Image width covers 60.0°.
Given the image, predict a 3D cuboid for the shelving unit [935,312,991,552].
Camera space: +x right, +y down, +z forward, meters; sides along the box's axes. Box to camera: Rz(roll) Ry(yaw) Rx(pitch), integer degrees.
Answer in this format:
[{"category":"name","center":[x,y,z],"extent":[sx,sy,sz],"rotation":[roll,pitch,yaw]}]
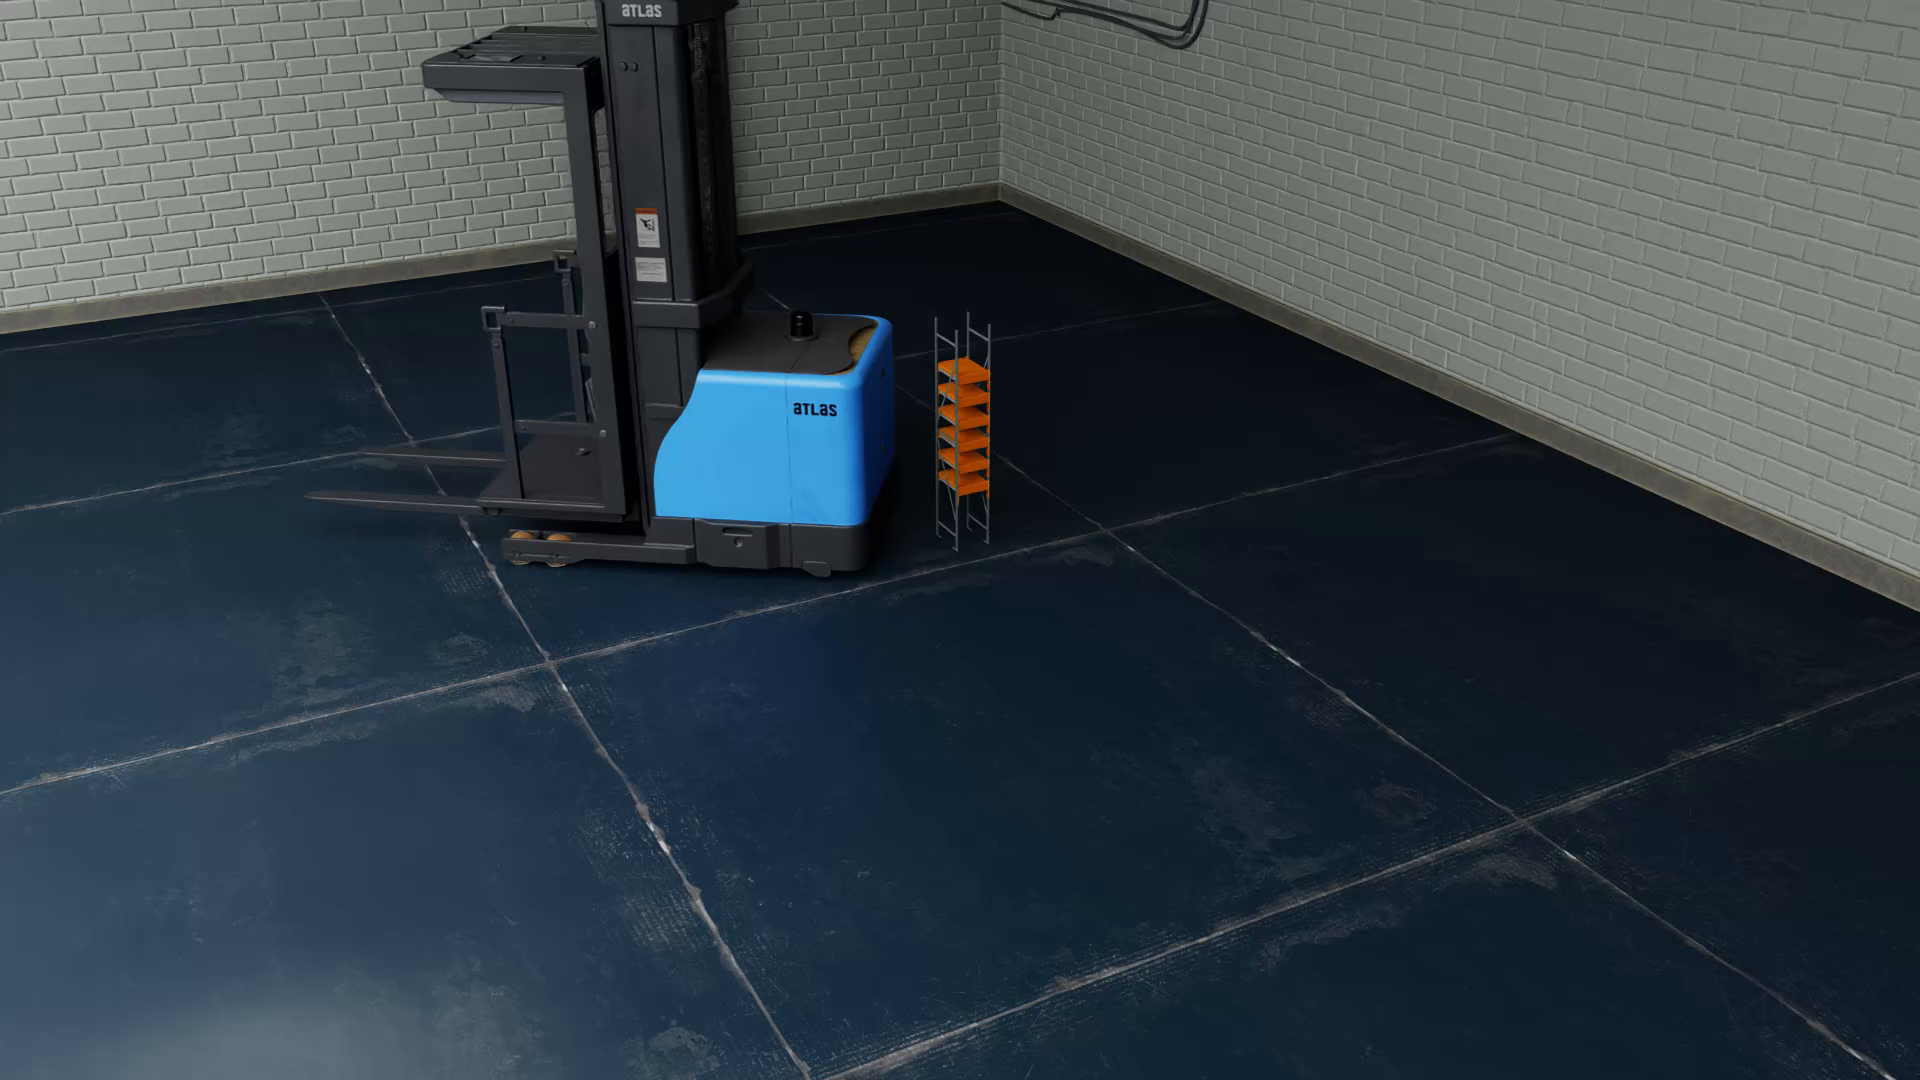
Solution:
[{"category":"shelving unit","center":[0.013,-0.544,8.496],"extent":[0.189,1.200,0.258],"rotation":[-13,29,-25]}]

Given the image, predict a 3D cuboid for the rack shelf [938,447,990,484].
[{"category":"rack shelf","center":[0.013,-0.396,8.568],"extent":[0.180,0.103,0.258],"rotation":[-13,29,-25]}]

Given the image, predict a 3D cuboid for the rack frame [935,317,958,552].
[{"category":"rack frame","center":[-0.068,-0.525,8.458],"extent":[0.006,1.200,0.240],"rotation":[-13,29,-25]}]

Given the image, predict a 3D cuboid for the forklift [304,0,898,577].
[{"category":"forklift","center":[-1.896,-1.405,8.290],"extent":[3.031,2.935,1.130],"rotation":[3,26,7]}]

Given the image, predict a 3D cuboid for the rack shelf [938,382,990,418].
[{"category":"rack shelf","center":[0.013,-0.720,8.412],"extent":[0.180,0.103,0.258],"rotation":[-13,29,-25]}]

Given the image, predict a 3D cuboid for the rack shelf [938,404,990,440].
[{"category":"rack shelf","center":[0.013,-0.612,8.464],"extent":[0.180,0.103,0.258],"rotation":[-13,29,-25]}]

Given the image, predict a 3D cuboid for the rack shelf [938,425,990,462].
[{"category":"rack shelf","center":[0.013,-0.504,8.516],"extent":[0.180,0.103,0.258],"rotation":[-13,29,-25]}]

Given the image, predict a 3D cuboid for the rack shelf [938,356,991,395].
[{"category":"rack shelf","center":[0.013,-0.828,8.360],"extent":[0.180,0.103,0.258],"rotation":[-13,29,-25]}]

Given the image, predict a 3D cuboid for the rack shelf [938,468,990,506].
[{"category":"rack shelf","center":[0.013,-0.287,8.620],"extent":[0.180,0.103,0.258],"rotation":[-13,29,-25]}]

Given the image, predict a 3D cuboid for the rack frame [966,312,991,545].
[{"category":"rack frame","center":[0.094,-0.562,8.535],"extent":[0.006,1.200,0.240],"rotation":[-13,29,-25]}]

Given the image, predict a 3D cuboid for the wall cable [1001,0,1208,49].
[{"category":"wall cable","center":[1.021,-5.215,12.803],"extent":[0.112,2.526,3.097],"rotation":[-13,29,-25]}]
